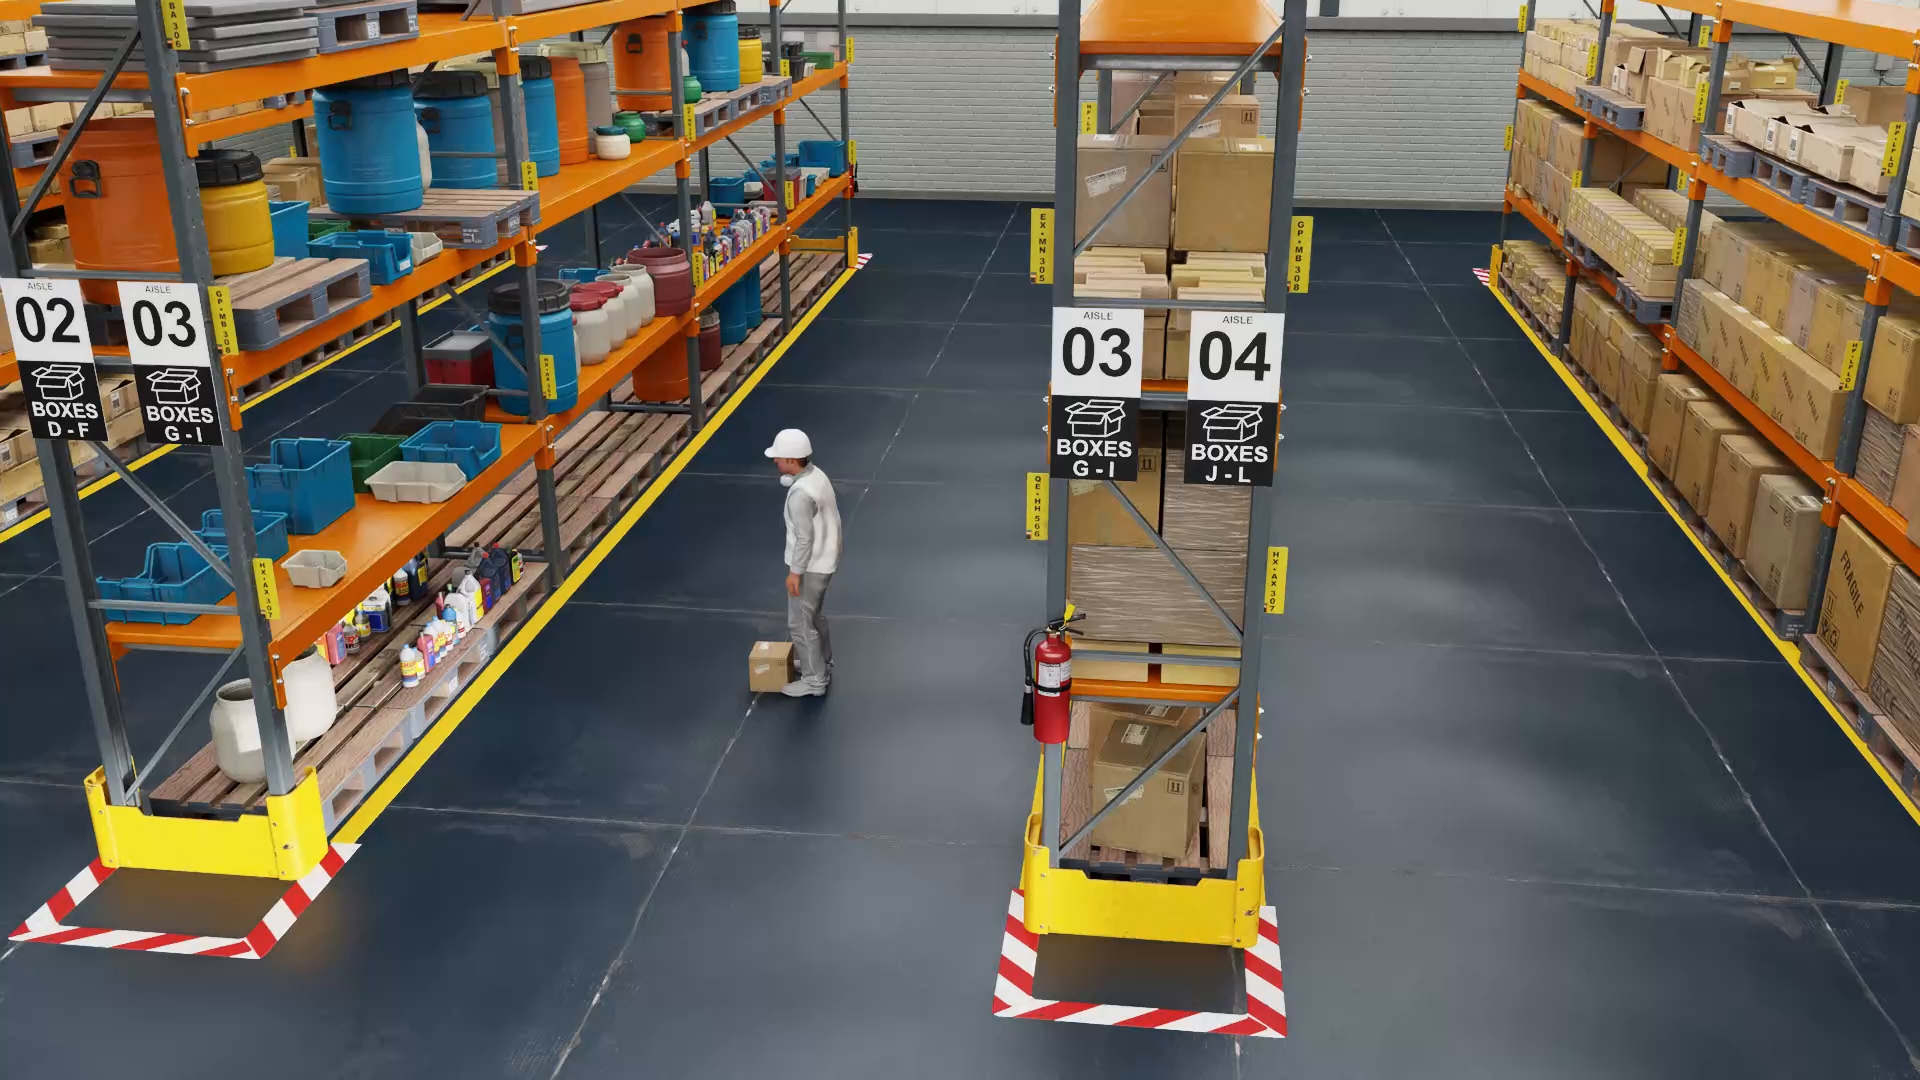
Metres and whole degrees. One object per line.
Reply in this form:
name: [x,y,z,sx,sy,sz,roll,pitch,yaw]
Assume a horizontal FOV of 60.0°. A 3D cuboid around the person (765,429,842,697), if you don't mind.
person: [-0.989,0.134,10.696,0.464,1.771,0.581,2,21,6]
